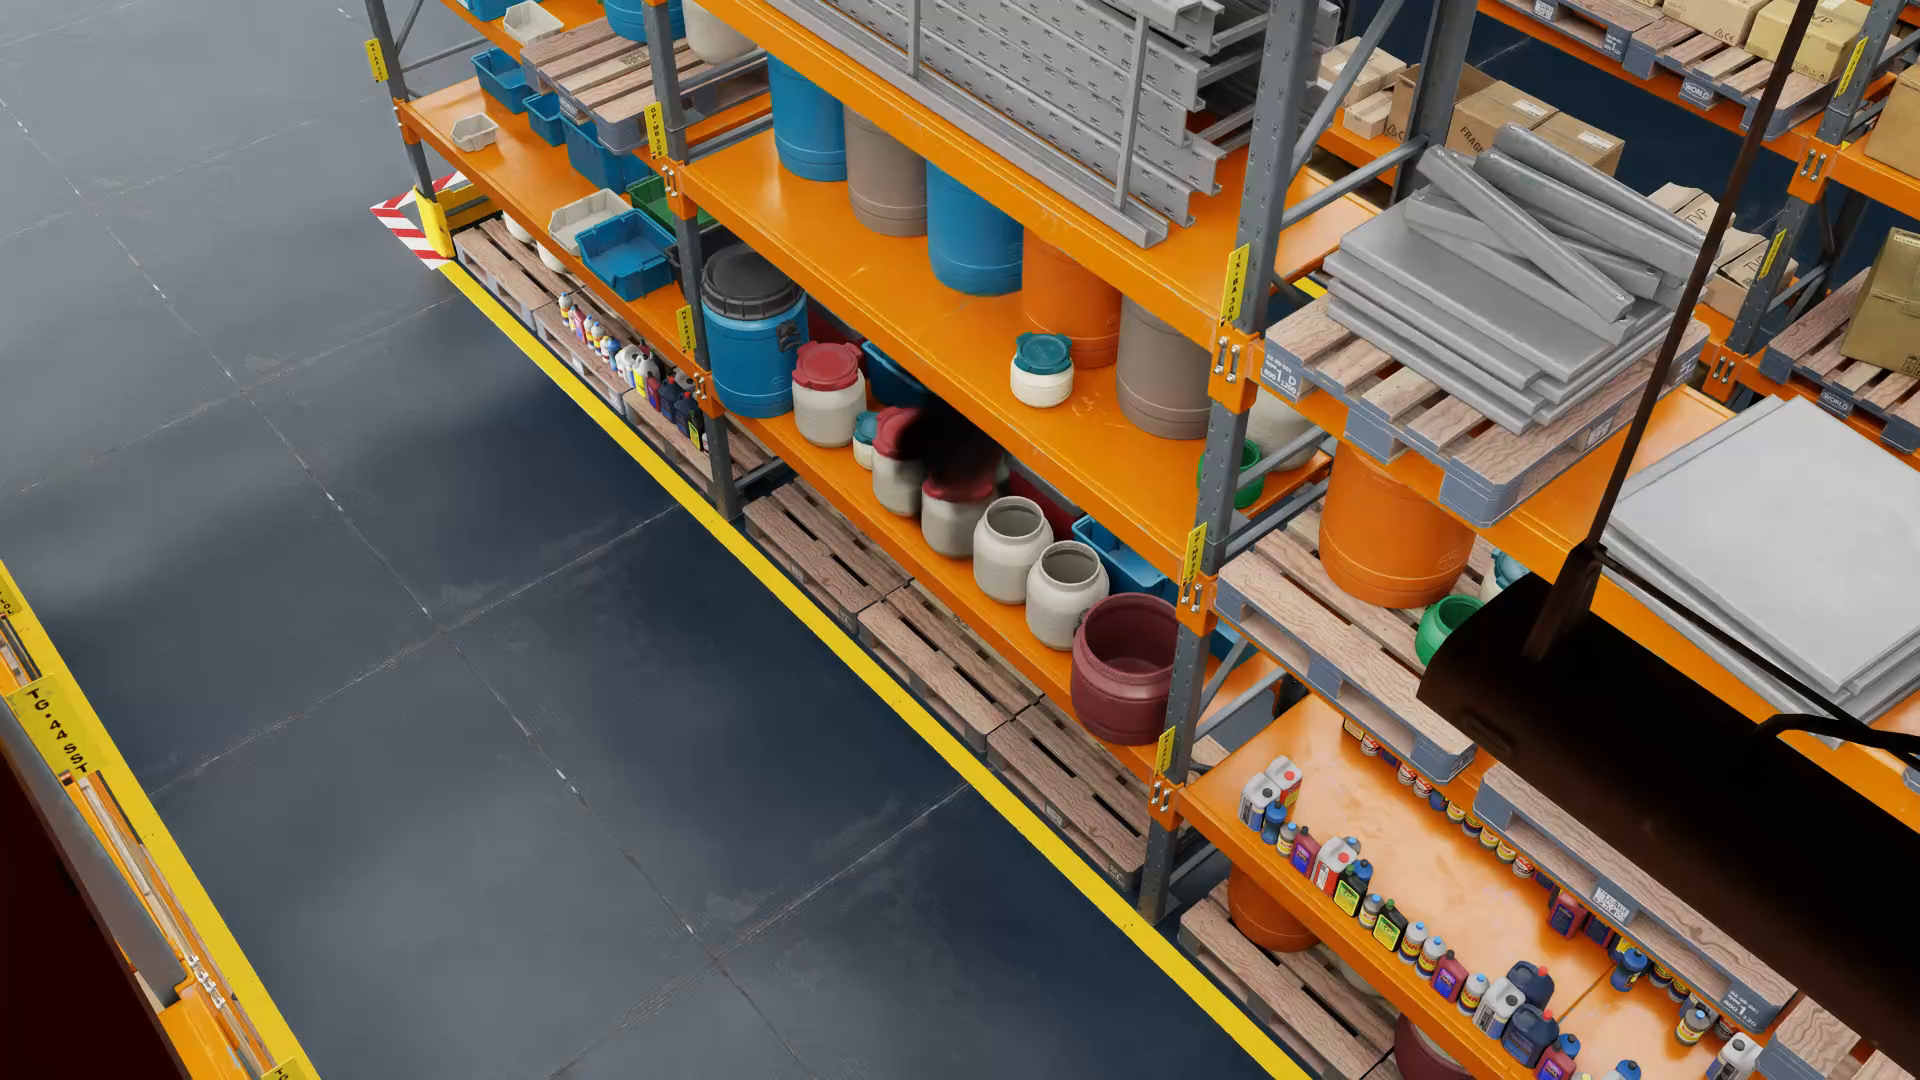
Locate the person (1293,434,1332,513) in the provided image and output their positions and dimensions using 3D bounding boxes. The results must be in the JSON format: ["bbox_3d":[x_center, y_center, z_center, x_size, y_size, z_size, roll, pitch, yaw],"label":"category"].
[{"bbox_3d":[2.274,-0.464,9.893,0.539,1.648,0.529,-31,54,-26],"label":"person"}]
